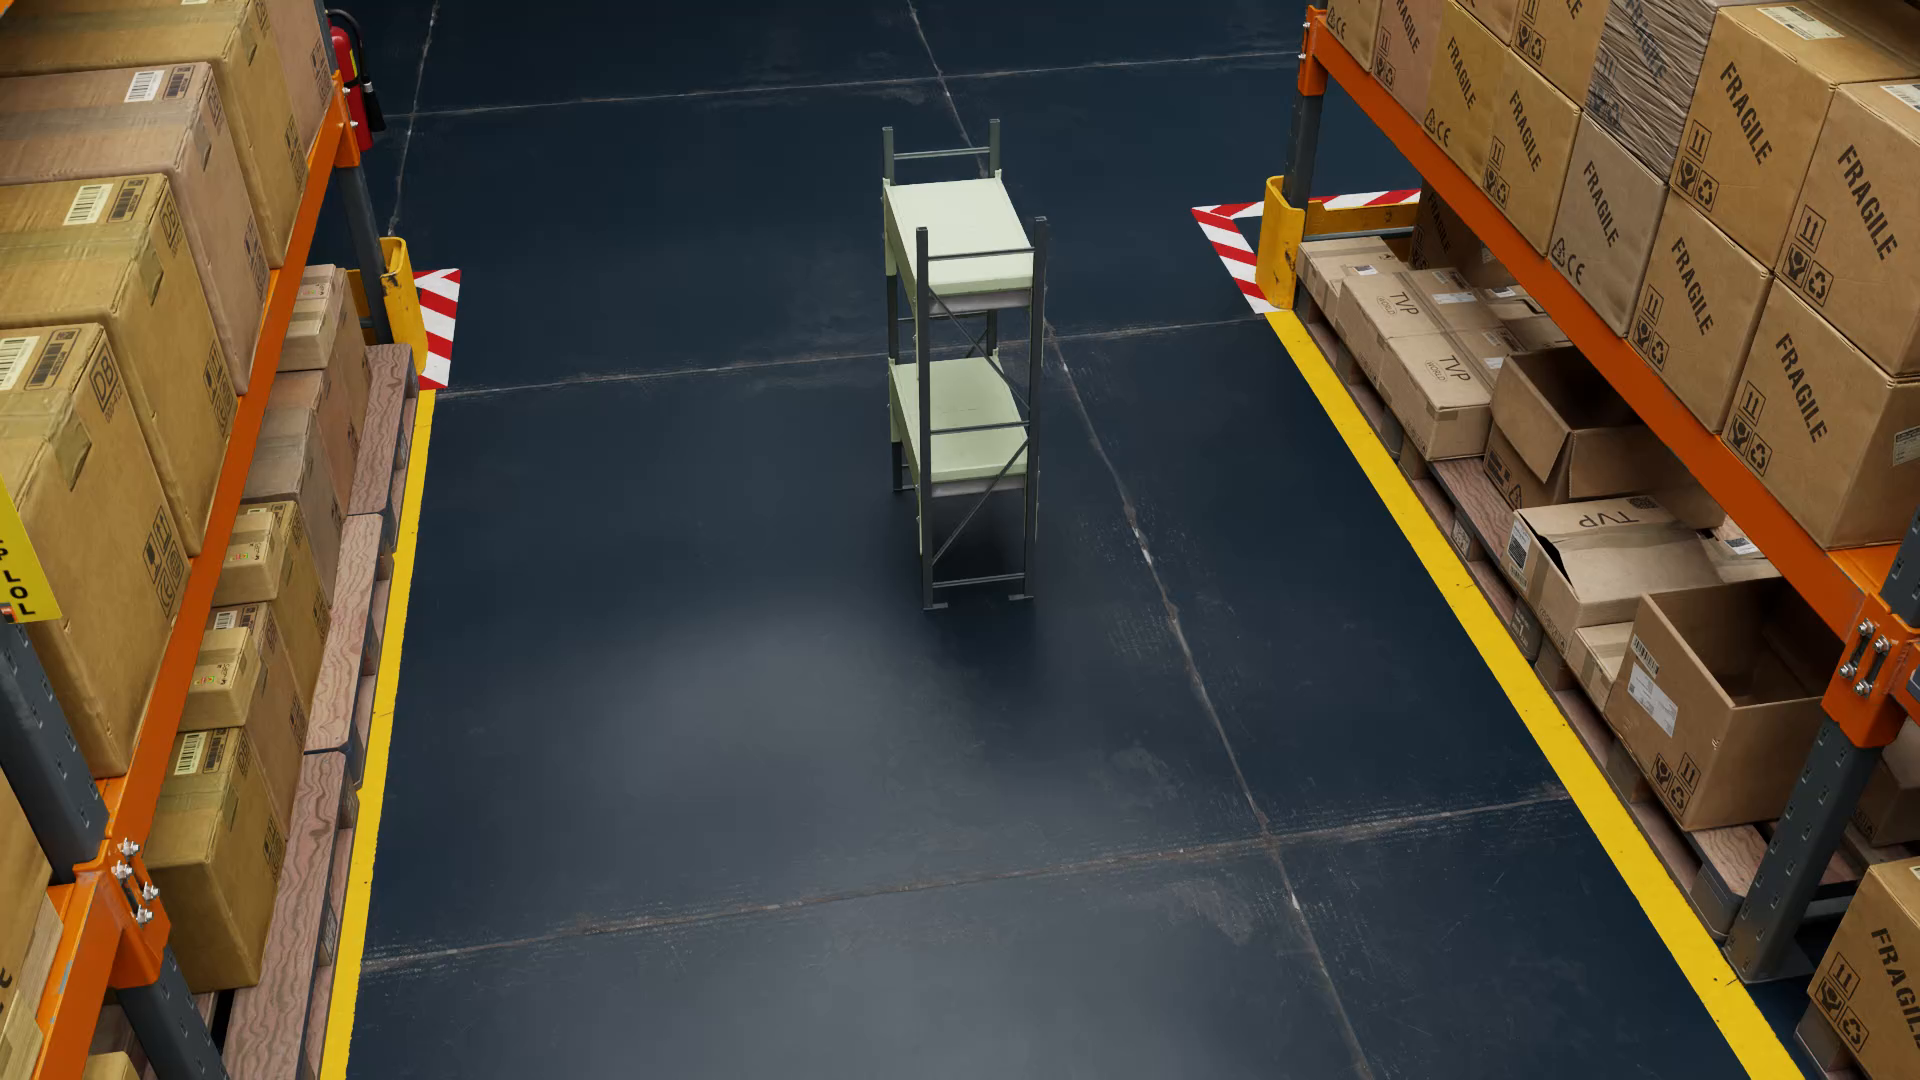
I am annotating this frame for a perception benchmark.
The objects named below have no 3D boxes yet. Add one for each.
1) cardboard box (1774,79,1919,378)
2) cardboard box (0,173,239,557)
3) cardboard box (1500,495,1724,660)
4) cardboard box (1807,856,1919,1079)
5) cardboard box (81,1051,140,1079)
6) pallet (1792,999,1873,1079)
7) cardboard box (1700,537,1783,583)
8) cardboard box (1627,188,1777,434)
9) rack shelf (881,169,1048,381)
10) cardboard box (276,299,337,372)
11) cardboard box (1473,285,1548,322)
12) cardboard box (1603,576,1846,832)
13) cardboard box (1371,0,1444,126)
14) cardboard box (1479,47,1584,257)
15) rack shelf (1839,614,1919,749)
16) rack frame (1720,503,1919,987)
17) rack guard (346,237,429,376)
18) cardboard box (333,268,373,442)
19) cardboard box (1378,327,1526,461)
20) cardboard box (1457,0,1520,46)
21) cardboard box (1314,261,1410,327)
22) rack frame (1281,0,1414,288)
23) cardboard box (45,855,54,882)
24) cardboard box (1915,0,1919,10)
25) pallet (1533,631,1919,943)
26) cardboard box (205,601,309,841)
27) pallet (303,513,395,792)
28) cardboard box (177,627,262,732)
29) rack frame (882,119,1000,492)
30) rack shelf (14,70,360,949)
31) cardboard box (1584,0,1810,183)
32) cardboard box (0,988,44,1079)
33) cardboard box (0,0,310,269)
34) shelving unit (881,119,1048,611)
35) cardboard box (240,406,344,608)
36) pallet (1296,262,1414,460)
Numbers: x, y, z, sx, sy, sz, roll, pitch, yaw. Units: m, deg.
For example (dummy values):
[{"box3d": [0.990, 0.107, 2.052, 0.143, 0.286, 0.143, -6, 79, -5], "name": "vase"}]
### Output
[{"box3d": [2.326, -0.740, 3.861, 0.500, 0.500, 0.500, -6, 38, -8], "name": "cardboard box"}, {"box3d": [-2.408, -0.382, 4.052, 0.980, 0.700, 0.700, -7, 38, -9], "name": "cardboard box"}, {"box3d": [2.159, 0.094, 5.517, 0.500, 0.311, 0.500, -6, 38, -8], "name": "cardboard box"}, {"box3d": [2.515, 1.104, 4.063, 0.500, 0.500, 0.500, -8, 39, -10], "name": "cardboard box"}, {"box3d": [-1.965, 1.569, 3.195, 0.750, 0.750, 0.750, -6, 38, -7], "name": "cardboard box"}, {"box3d": [2.850, 1.561, 4.069, 1.003, 0.211, 1.213, -6, 38, -8], "name": "pallet"}, {"box3d": [2.648, 0.119, 5.602, 0.380, 0.166, 0.250, -6, 38, -8], "name": "cardboard box"}, {"box3d": [2.238, -0.653, 4.564, 0.500, 0.500, 0.500, -5, 38, -7], "name": "cardboard box"}, {"box3d": [0.001, -0.896, 5.545, 0.431, 0.370, 0.720, -6, 38, -8], "name": "rack shelf"}, {"box3d": [-2.439, -0.719, 5.897, 0.380, 0.149, 0.250, -5, 38, -7], "name": "cardboard box"}, {"box3d": [2.289, -0.942, 6.969, 0.380, 0.166, 0.250, -6, 38, -8], "name": "cardboard box"}, {"box3d": [2.291, 0.472, 4.876, 0.500, 0.500, 0.500, -6, 38, -8], "name": "cardboard box"}, {"box3d": [1.882, -1.876, 6.138, 0.500, 0.500, 0.500, -7, 38, -8], "name": "cardboard box"}, {"box3d": [2.054, -1.270, 5.359, 0.500, 0.500, 0.500, -6, 38, -7], "name": "cardboard box"}, {"box3d": [3.020, 1.464, 2.507, 1.077, 0.370, 4.000, -6, 38, -8], "name": "rack shelf"}, {"box3d": [2.670, -0.028, 3.841, 1.000, 3.000, 0.127, -6, 38, -8], "name": "rack frame"}, {"box3d": [-2.912, -0.936, 7.047, 1.175, 0.500, 0.348, -6, 38, -8], "name": "rack guard"}, {"box3d": [-2.687, -0.675, 6.370, 0.700, 0.500, 0.500, -6, 38, -8], "name": "cardboard box"}, {"box3d": [1.960, -0.569, 6.420, 0.500, 0.250, 0.500, -6, 38, -8], "name": "cardboard box"}, {"box3d": [1.969, -1.964, 5.437, 0.500, 0.500, 0.500, -6, 38, -7], "name": "cardboard box"}, {"box3d": [1.747, -1.058, 7.117, 0.380, 0.166, 0.250, -6, 38, -8], "name": "cardboard box"}, {"box3d": [1.969, -2.444, 6.951, 1.000, 3.000, 0.127, -6, 38, -8], "name": "rack frame"}, {"box3d": [-2.407, 0.719, 4.046, 0.380, 0.149, 0.250, -6, 38, -8], "name": "cardboard box"}, {"box3d": [2.773, -1.089, 4.310, 0.500, 0.500, 0.500, -7, 38, -9], "name": "cardboard box"}, {"box3d": [2.550, 0.659, 5.230, 1.003, 0.211, 1.213, -6, 38, -8], "name": "pallet"}, {"box3d": [-2.321, 0.562, 4.777, 0.700, 0.500, 0.500, -7, 38, -8], "name": "cardboard box"}, {"box3d": [-2.480, 0.402, 5.560, 1.003, 0.211, 1.213, -6, 38, -8], "name": "pallet"}, {"box3d": [-2.117, 0.383, 4.478, 0.380, 0.149, 0.250, -5, 38, -6], "name": "cardboard box"}, {"box3d": [-0.063, -0.809, 6.069, 0.400, 1.500, 0.023, -6, 38, -8], "name": "rack frame"}, {"box3d": [-2.557, -0.417, 4.928, 1.077, 0.370, 4.000, -6, 38, -8], "name": "rack shelf"}, {"box3d": [2.146, -1.353, 4.650, 0.500, 0.500, 0.500, -6, 38, -8], "name": "cardboard box"}, {"box3d": [-1.801, 0.922, 2.806, 0.380, 0.149, 0.250, -6, 38, -7], "name": "cardboard box"}, {"box3d": [-2.670, -1.282, 5.211, 0.980, 0.700, 0.700, -7, 38, -8], "name": "cardboard box"}, {"box3d": [0.001, -0.588, 5.785, 0.431, 1.500, 0.755, -6, 38, -8], "name": "shelving unit"}, {"box3d": [-2.510, -0.069, 5.590, 0.700, 0.500, 0.500, -7, 38, -9], "name": "cardboard box"}, {"box3d": [2.123, -0.815, 7.127, 1.003, 0.211, 1.213, -6, 38, -8], "name": "pallet"}]
